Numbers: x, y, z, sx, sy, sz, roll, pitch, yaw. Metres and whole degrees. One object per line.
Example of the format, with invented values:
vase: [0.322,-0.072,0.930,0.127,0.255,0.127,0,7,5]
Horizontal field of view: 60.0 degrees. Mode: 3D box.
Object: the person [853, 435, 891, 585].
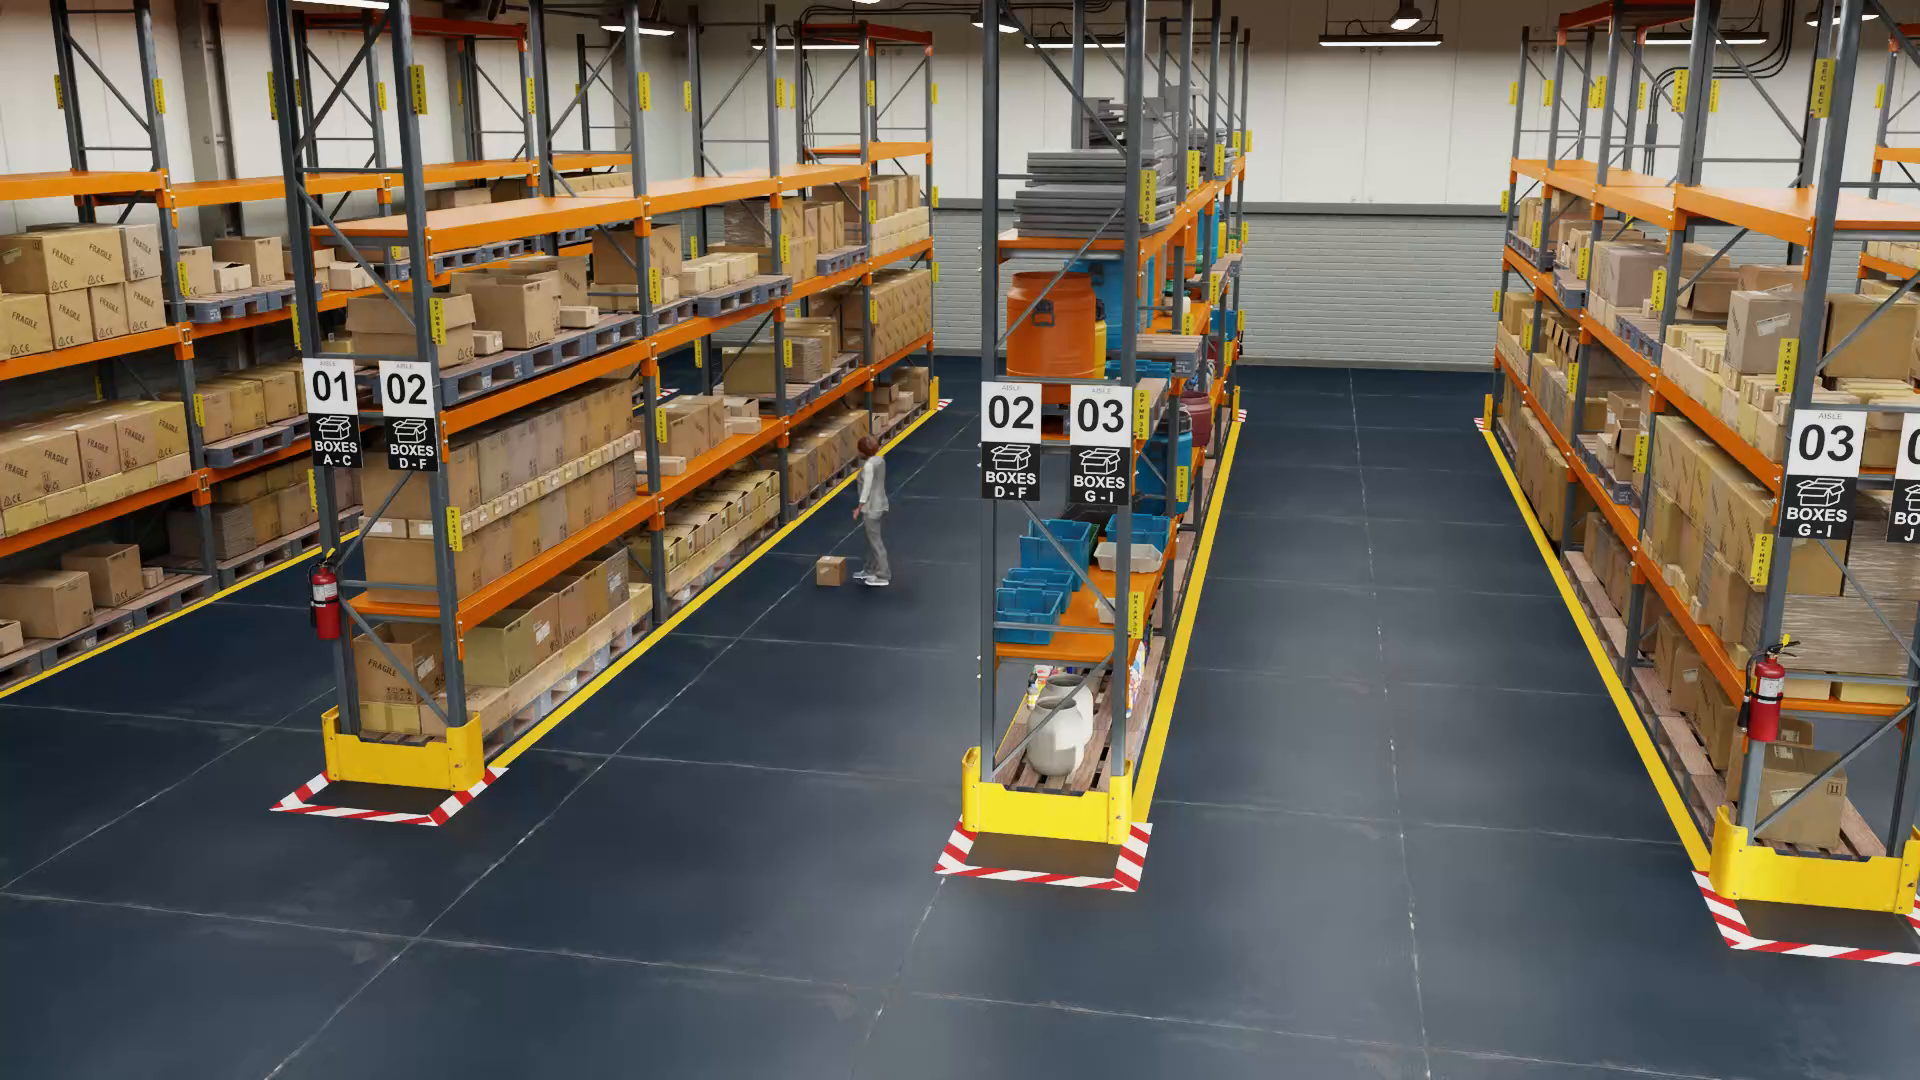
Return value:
person: [-0.953,-0.314,17.458,0.514,1.603,0.431,5,16,17]
